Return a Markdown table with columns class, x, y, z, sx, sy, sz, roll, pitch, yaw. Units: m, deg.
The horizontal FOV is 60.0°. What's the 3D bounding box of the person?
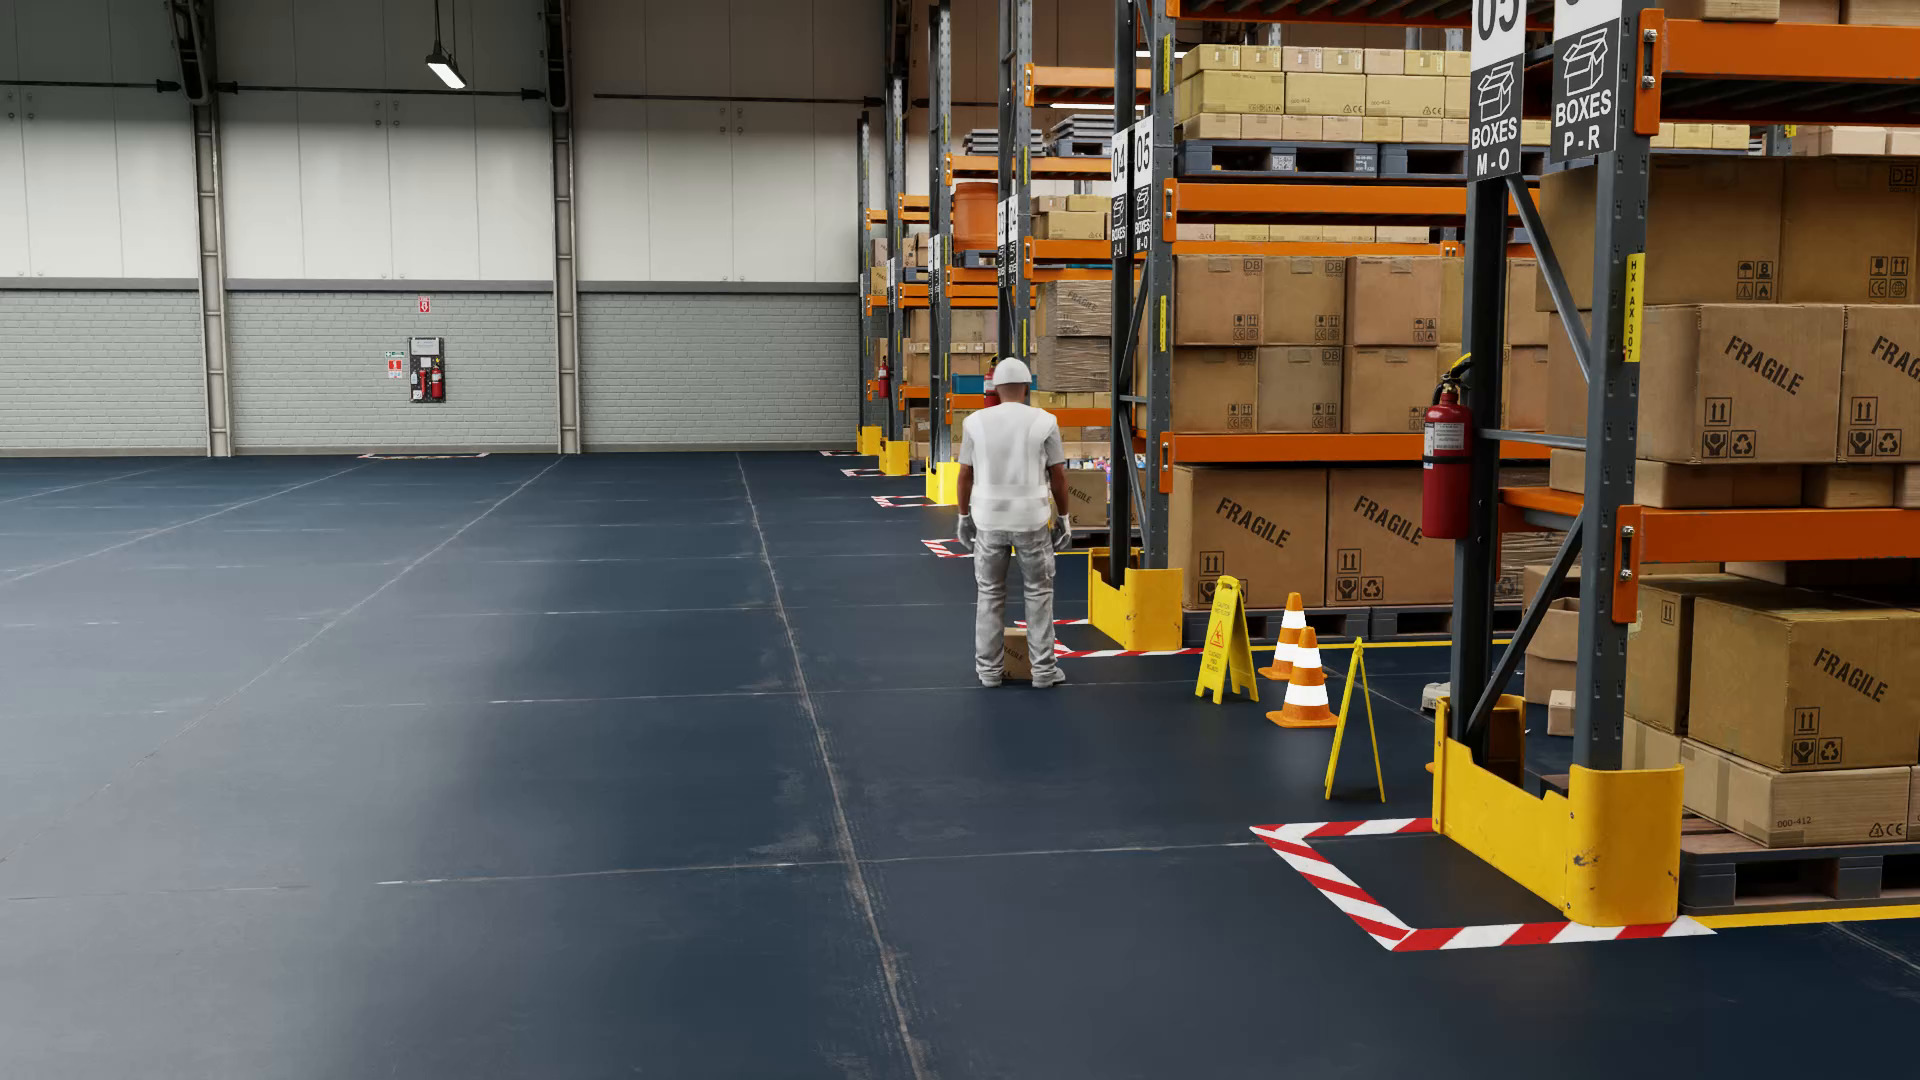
| class | x | y | z | sx | sy | sz | roll | pitch | yaw |
| --- | --- | --- | --- | --- | --- | --- | --- | --- | --- |
| person | 0.291 | -0.095 | 9.004 | 0.618 | 1.775 | 0.446 | 1 | 6 | 10 |
